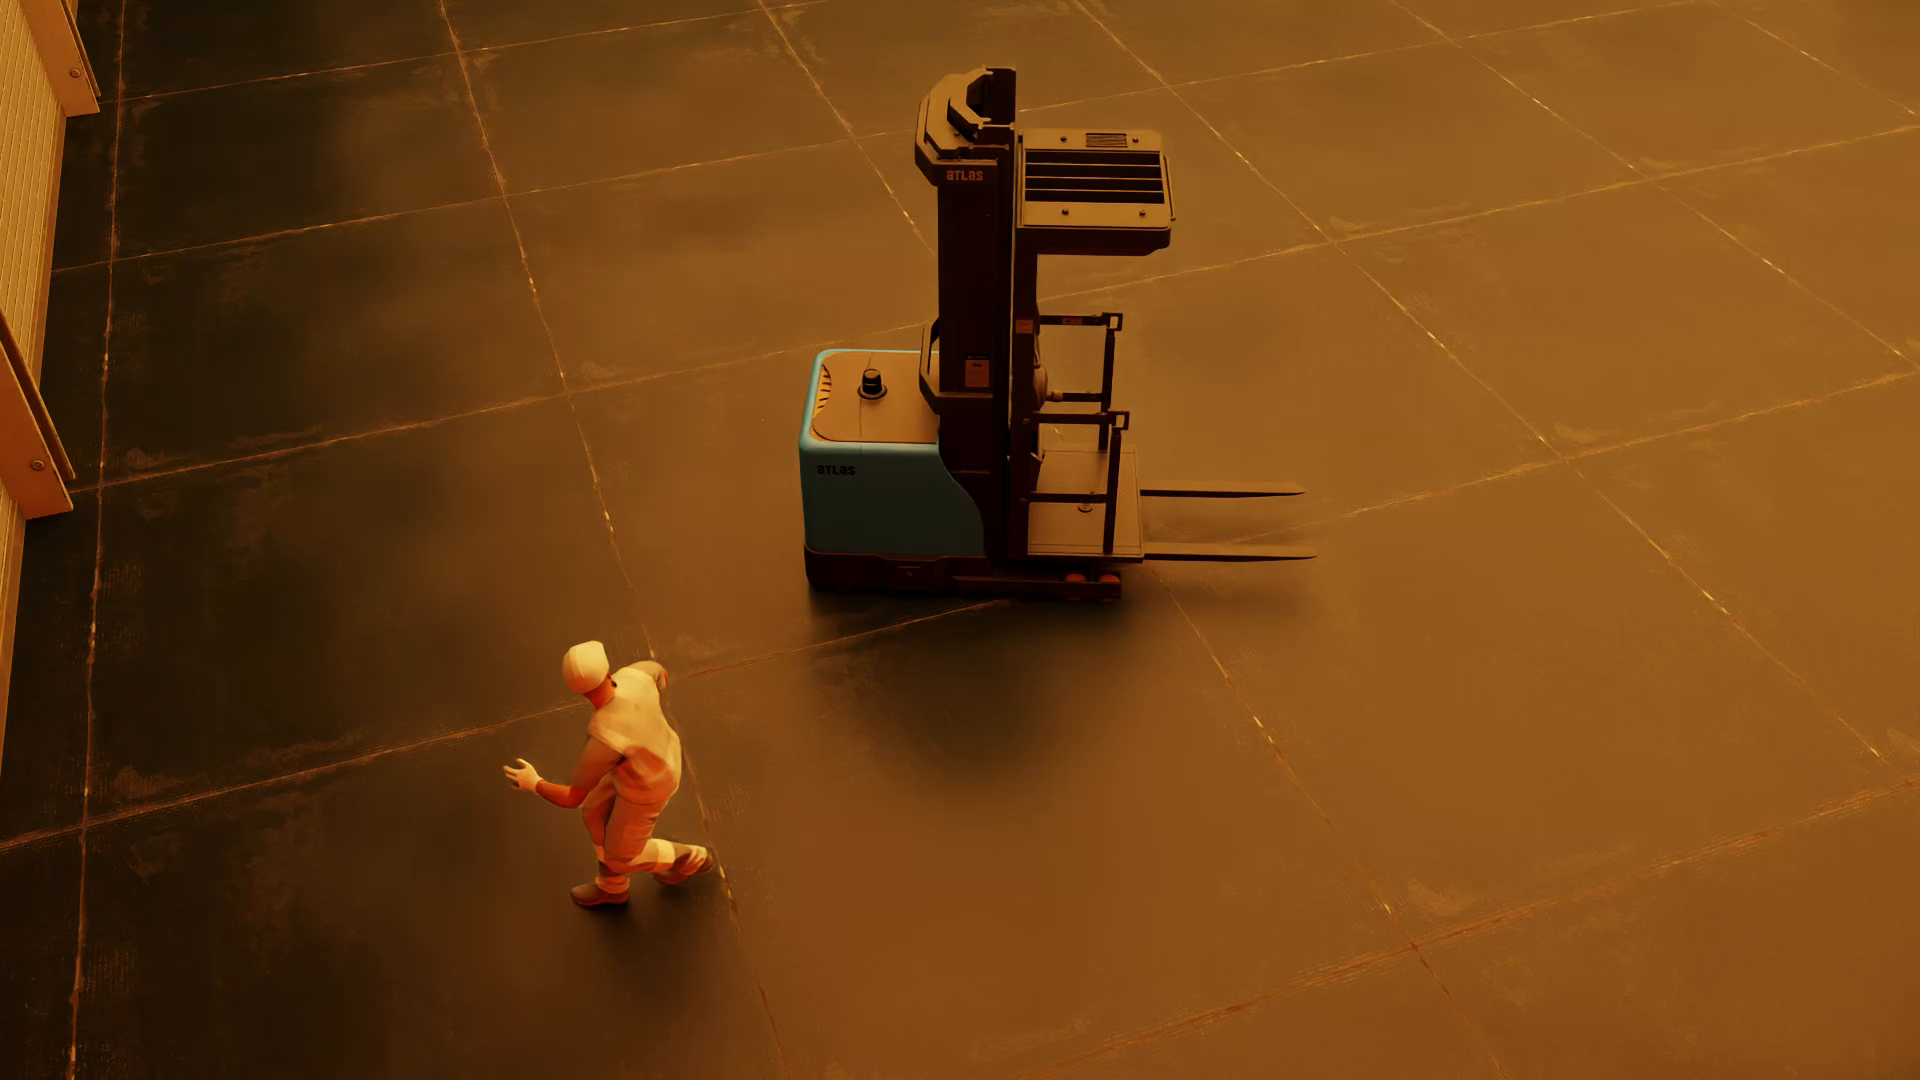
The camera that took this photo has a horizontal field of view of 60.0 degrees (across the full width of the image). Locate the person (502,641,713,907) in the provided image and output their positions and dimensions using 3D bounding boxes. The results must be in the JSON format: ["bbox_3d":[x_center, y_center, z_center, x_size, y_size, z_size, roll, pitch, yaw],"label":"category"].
[{"bbox_3d":[-1.647,1.033,7.773,0.855,1.643,0.894,-1,40,-2],"label":"person"}]

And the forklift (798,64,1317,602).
[{"bbox_3d":[0.610,-1.108,9.316,3.031,2.935,1.130,1,40,2],"label":"forklift"}]
